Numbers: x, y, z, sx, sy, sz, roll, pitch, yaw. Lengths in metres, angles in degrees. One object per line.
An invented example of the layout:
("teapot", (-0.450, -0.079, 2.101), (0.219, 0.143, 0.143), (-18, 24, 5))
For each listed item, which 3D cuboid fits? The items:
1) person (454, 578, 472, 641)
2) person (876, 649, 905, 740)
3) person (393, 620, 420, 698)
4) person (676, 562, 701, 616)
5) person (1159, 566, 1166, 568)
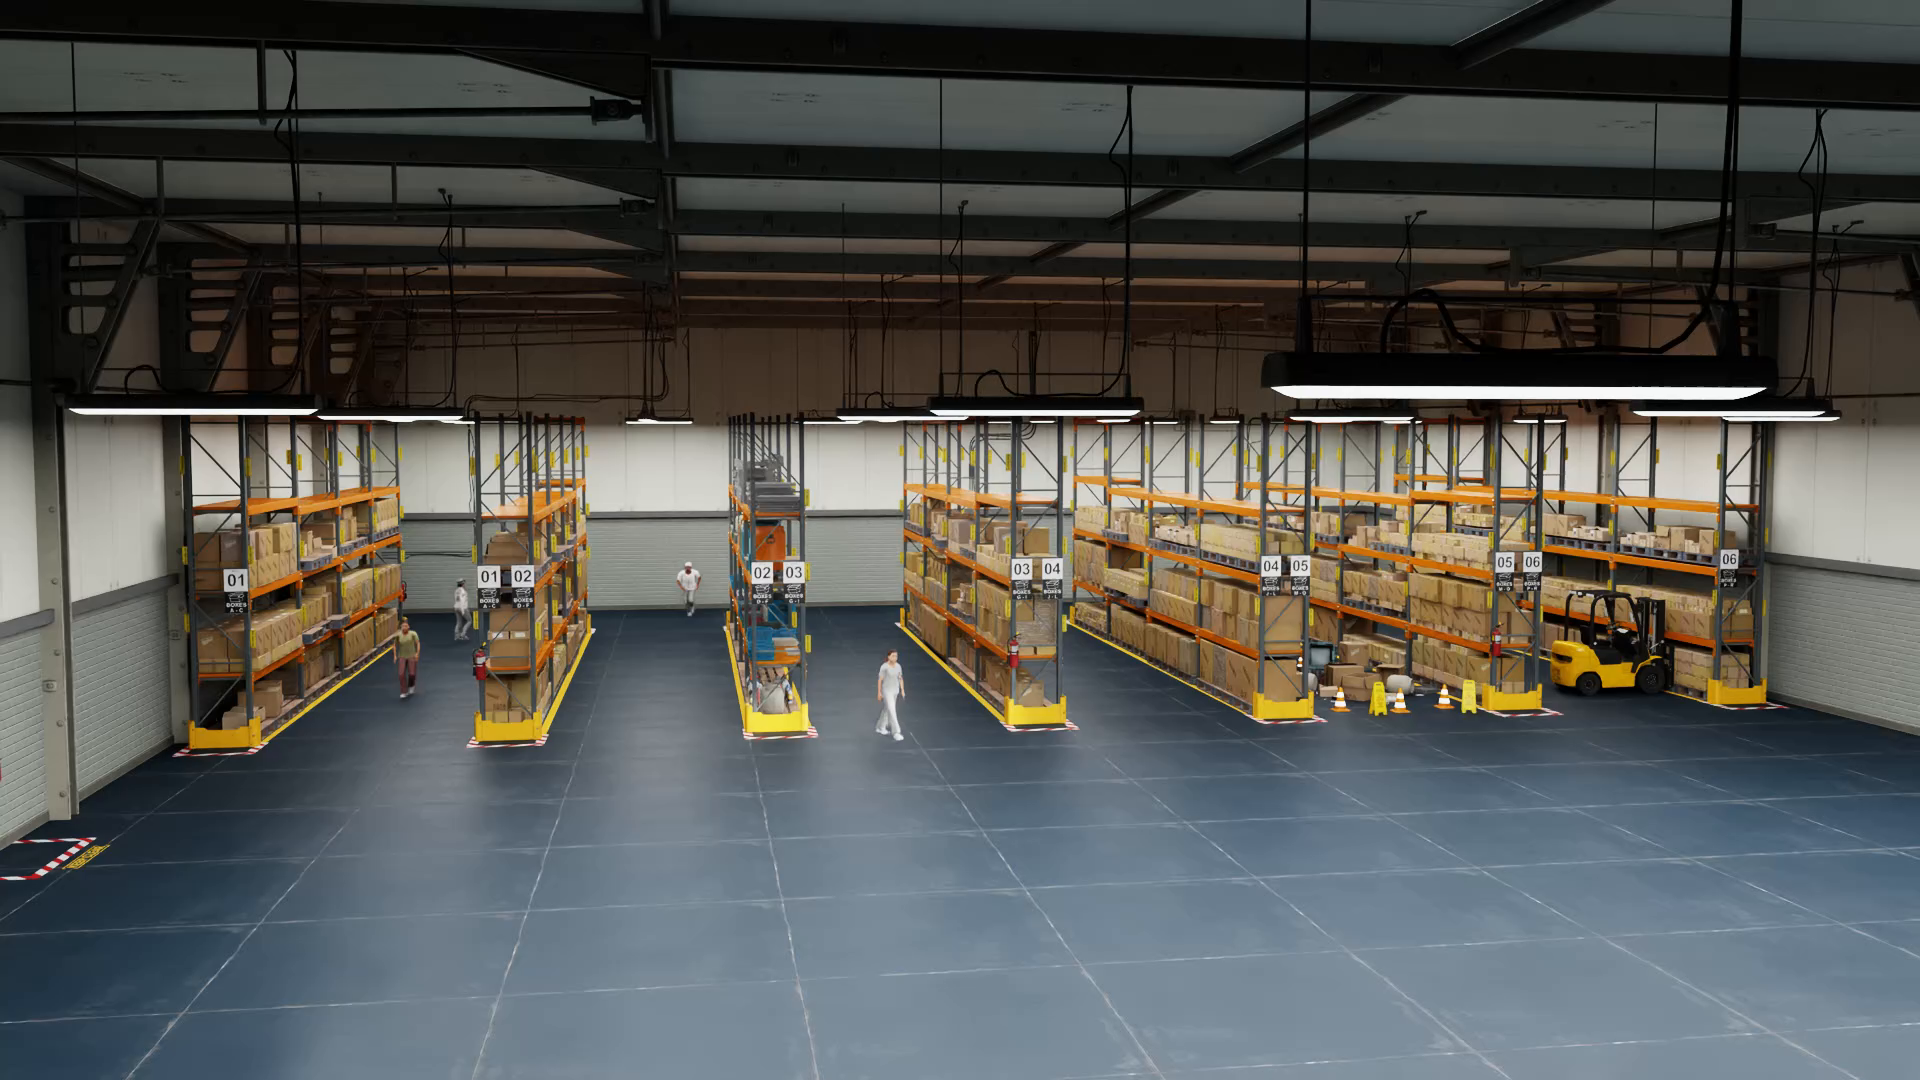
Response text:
("person", (-13.324, 1.856, 44.374), (0.484, 1.664, 0.465), (2, 5, 31))
("person", (-1.246, 2.806, 30.564), (0.974, 1.618, 0.479), (4, 5, 44))
("person", (-11.763, 2.504, 35.362), (0.545, 1.657, 0.604), (-1, 4, -10))
("person", (-8.182, 1.481, 50.183), (0.698, 1.665, 0.698), (0, 4, 0))
("person", (5.909, 1.611, 48.288), (0.370, 1.690, 0.520), (3, 5, 35))
